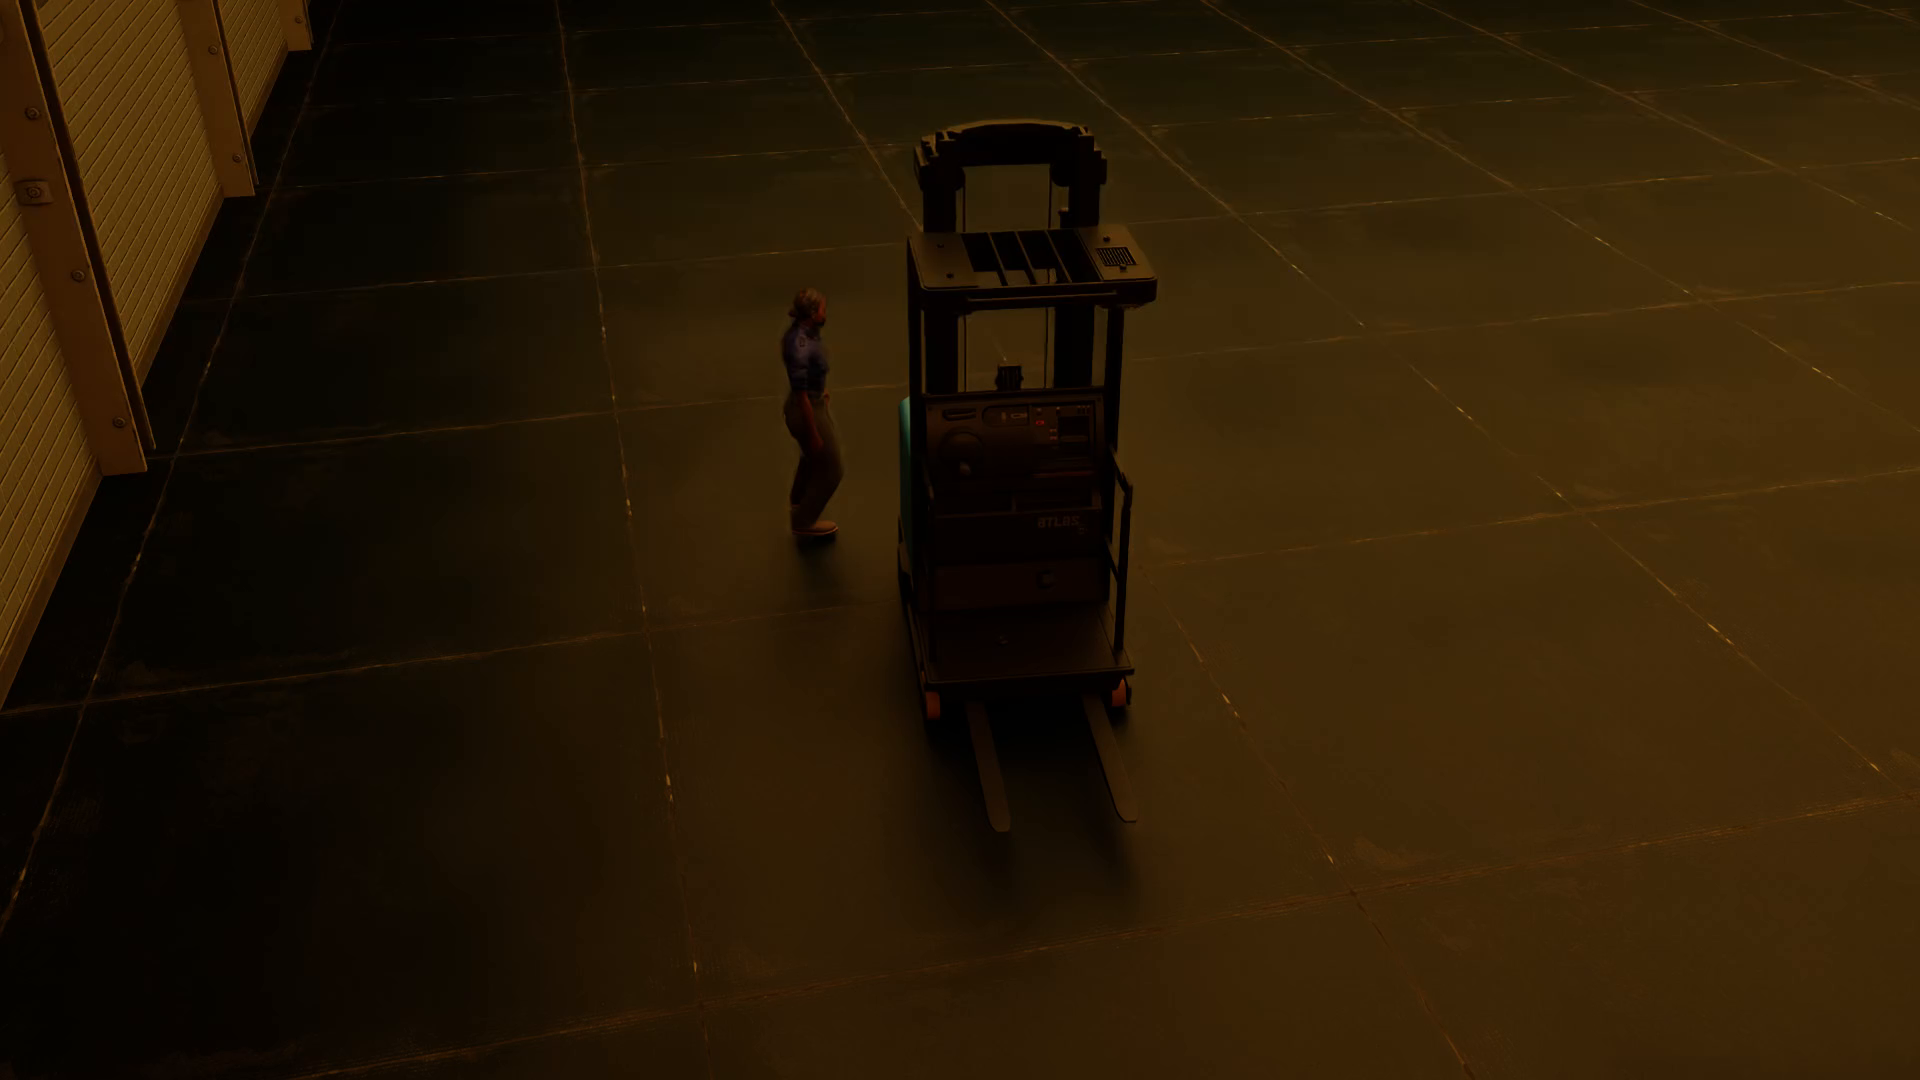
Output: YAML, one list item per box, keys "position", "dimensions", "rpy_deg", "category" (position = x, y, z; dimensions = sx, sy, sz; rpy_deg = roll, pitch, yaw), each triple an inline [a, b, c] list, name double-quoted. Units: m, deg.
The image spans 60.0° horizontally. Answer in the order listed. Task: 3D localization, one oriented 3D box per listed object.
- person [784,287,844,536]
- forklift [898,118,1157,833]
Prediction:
- position: [-0.913, -0.805, 10.218]
  dimensions: [0.345, 1.602, 0.715]
  rpy_deg: [-4, 30, -7]
  category: "person"
- position: [0.315, -0.493, 8.425]
  dimensions: [1.130, 2.935, 3.031]
  rpy_deg: [-4, 30, -6]
  category: "forklift"
